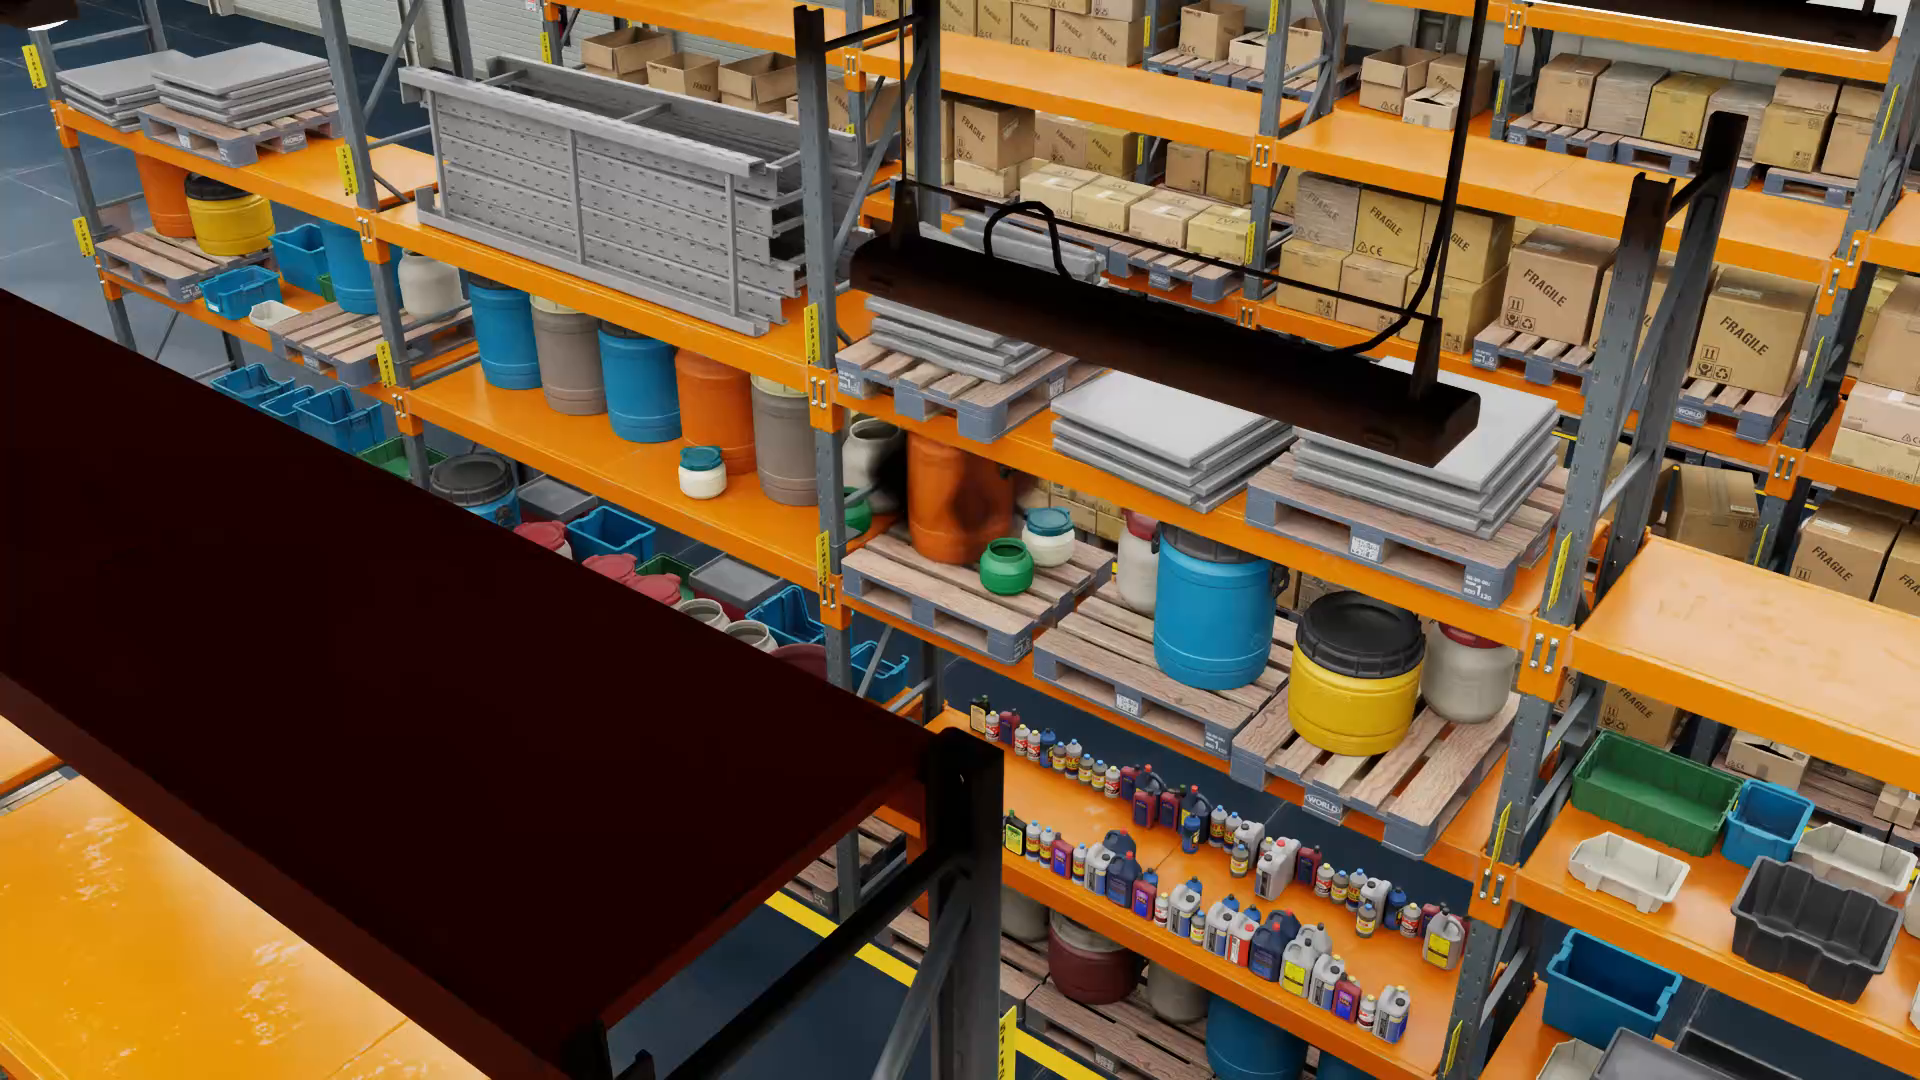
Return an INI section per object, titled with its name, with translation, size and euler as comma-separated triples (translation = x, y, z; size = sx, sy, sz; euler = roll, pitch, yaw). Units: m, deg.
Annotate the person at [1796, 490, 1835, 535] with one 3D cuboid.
[person]
translation = 7.024, 0.065, 13.472
size = 1.048, 1.724, 0.536
euler = 20, 37, 30
